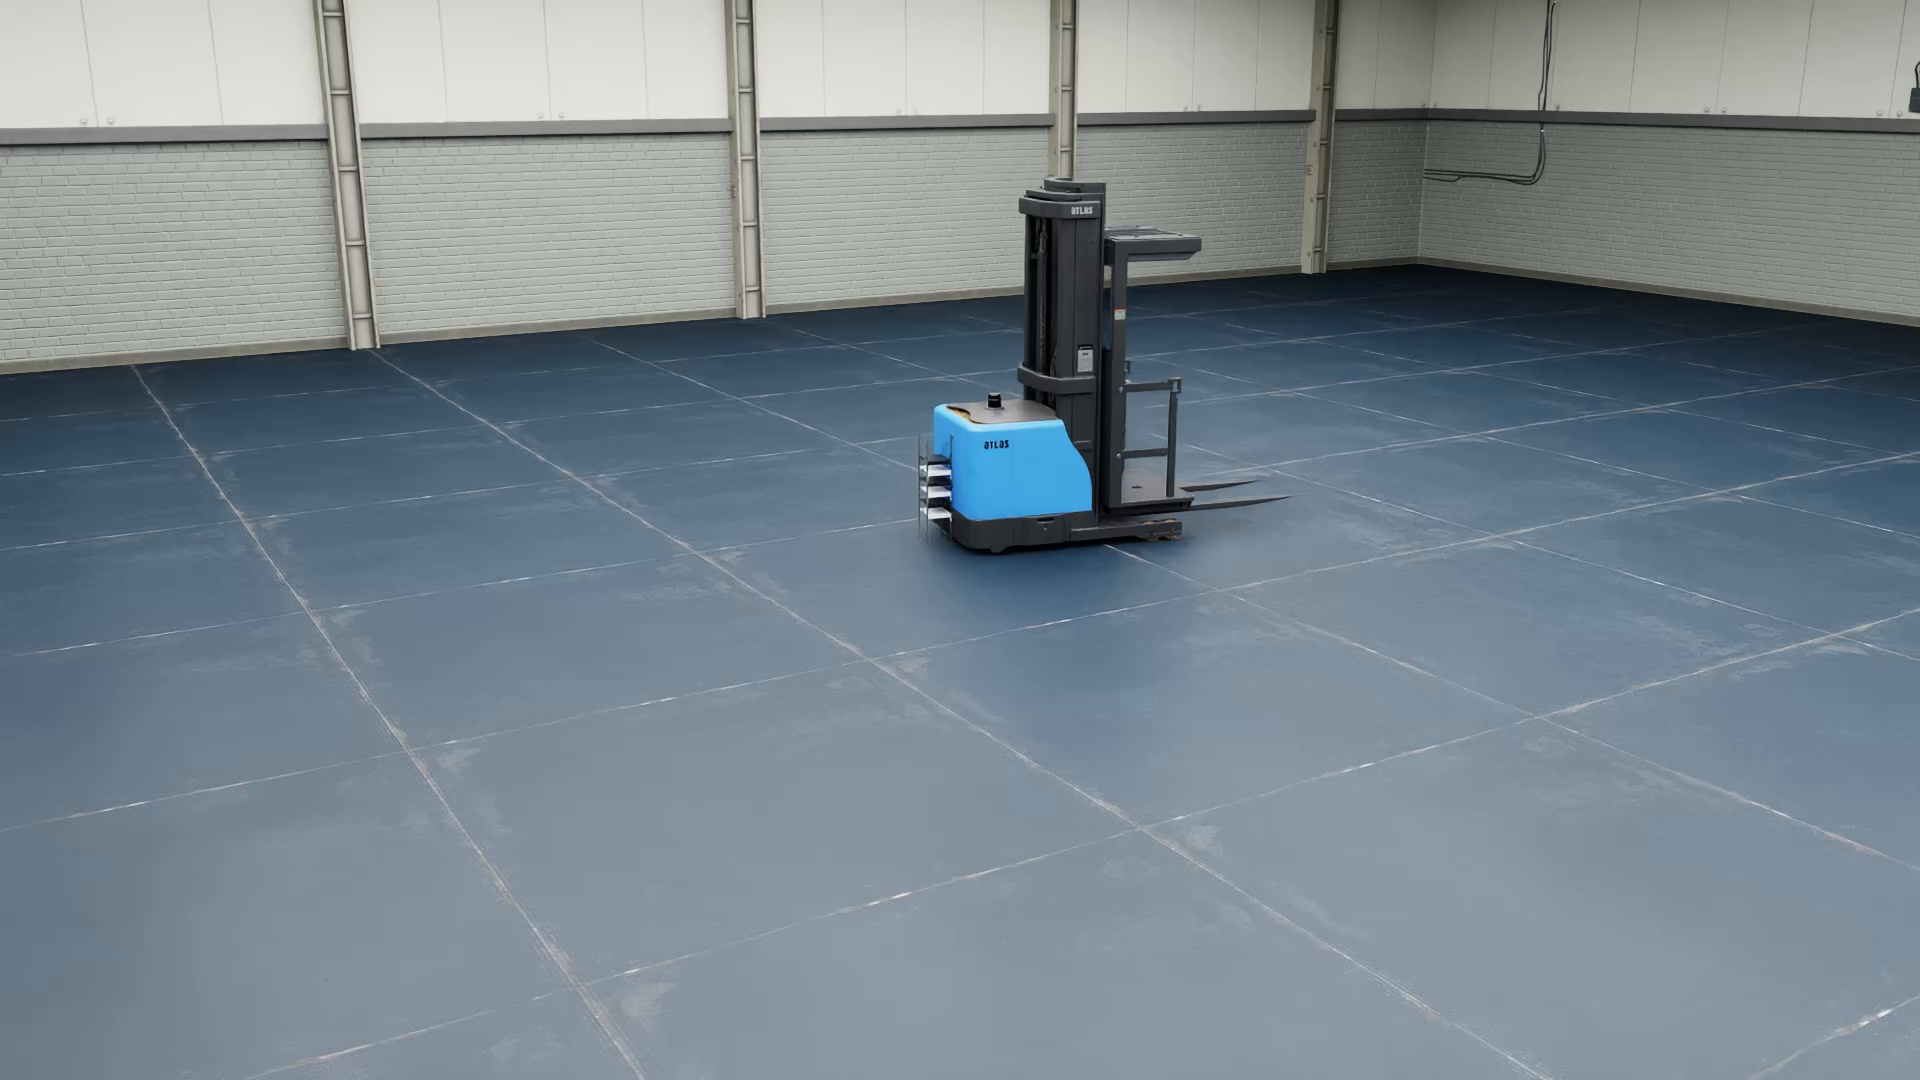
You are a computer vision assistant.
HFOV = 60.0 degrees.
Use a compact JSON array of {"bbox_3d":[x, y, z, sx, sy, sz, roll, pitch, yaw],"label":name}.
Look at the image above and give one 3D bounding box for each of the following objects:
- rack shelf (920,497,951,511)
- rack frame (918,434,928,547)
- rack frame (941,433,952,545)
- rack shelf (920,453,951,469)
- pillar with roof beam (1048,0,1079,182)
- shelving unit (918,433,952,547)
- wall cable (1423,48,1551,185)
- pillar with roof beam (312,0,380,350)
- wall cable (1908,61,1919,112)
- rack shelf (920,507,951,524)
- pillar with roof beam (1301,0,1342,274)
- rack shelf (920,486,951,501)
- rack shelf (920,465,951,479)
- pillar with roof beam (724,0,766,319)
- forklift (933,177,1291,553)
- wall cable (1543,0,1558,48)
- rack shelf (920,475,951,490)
[{"bbox_3d":[-0.207,-0.296,13.757,0.200,0.077,0.258,-5,17,-18],"label":"rack shelf"},{"bbox_3d":[-0.303,-0.406,13.692,0.006,0.900,0.240,-5,17,-18],"label":"rack frame"},{"bbox_3d":[-0.111,-0.424,13.756,0.006,0.900,0.240,-5,17,-18],"label":"rack frame"},{"bbox_3d":[-0.207,-0.643,13.660,0.200,0.077,0.258,-5,17,-18],"label":"rack shelf"},{"bbox_3d":[4.002,-7.751,24.889,0.400,9.000,9.100,-9,18,-30],"label":"pillar with roof beam"},{"bbox_3d":[-0.207,-0.415,13.724,0.210,0.900,0.258,-5,17,-18],"label":"shelving unit"},{"bbox_3d":[10.134,-8.190,32.206,0.112,2.526,3.097,-9,18,-30],"label":"wall cable"},{"bbox_3d":[-6.284,-6.083,18.938,0.400,9.000,9.100,-9,18,-30],"label":"pillar with roof beam"},{"bbox_3d":[15.010,-9.124,23.484,0.169,6.003,2.305,-9,18,-30],"label":"wall cable"},{"bbox_3d":[-0.207,-0.210,13.781,0.200,0.077,0.258,-5,17,-18],"label":"rack shelf"},{"bbox_3d":[9.145,-8.585,27.864,0.400,9.000,9.100,-9,18,-30],"label":"pillar with roof beam"},{"bbox_3d":[-0.207,-0.383,13.733,0.200,0.077,0.258,-5,17,-18],"label":"rack shelf"},{"bbox_3d":[-0.207,-0.556,13.684,0.200,0.077,0.258,-5,17,-18],"label":"rack shelf"},{"bbox_3d":[-1.141,-6.917,21.913,0.400,9.000,9.100,-9,18,-30],"label":"pillar with roof beam"},{"bbox_3d":[1.339,-1.527,13.926,3.031,2.935,1.130,-5,17,-18],"label":"forklift"},{"bbox_3d":[11.527,-9.995,29.291,0.112,2.526,3.097,-9,18,-30],"label":"wall cable"},{"bbox_3d":[-0.207,-0.470,13.709,0.200,0.077,0.258,-5,17,-18],"label":"rack shelf"}]
